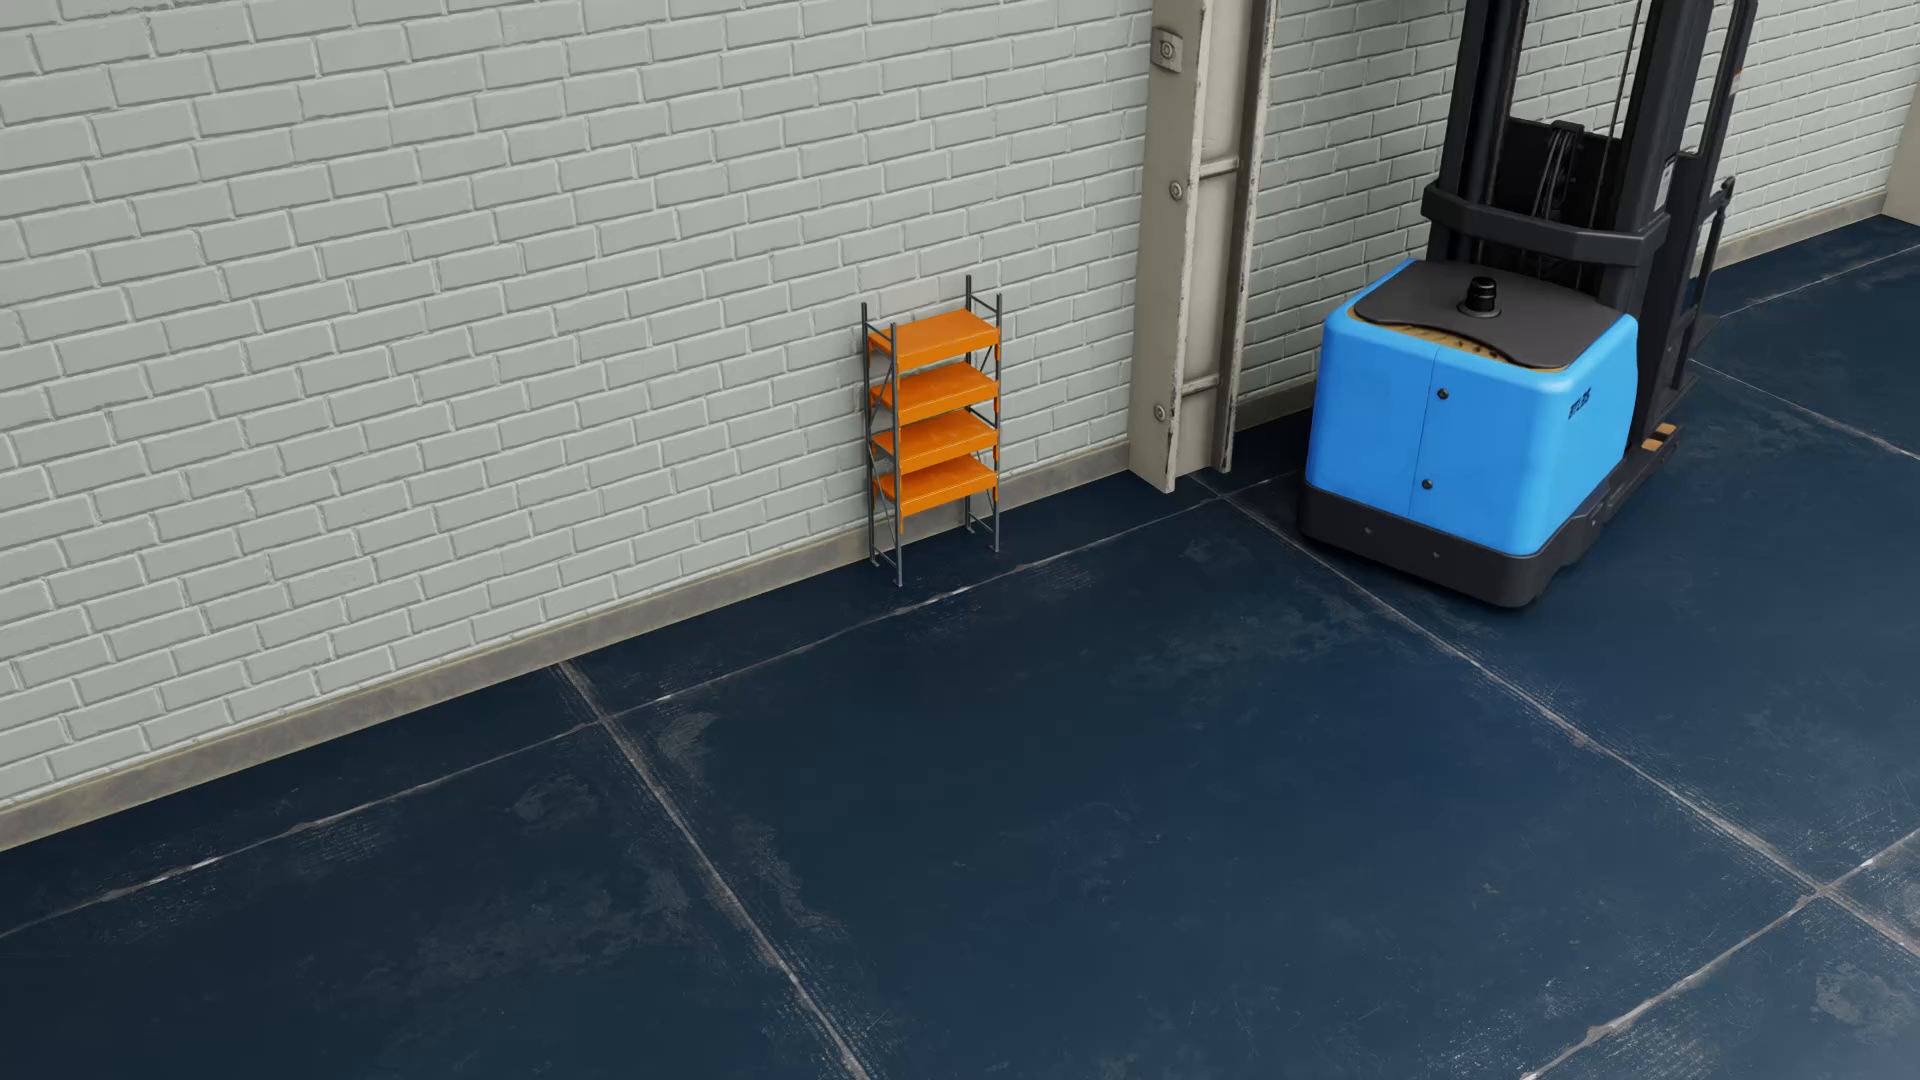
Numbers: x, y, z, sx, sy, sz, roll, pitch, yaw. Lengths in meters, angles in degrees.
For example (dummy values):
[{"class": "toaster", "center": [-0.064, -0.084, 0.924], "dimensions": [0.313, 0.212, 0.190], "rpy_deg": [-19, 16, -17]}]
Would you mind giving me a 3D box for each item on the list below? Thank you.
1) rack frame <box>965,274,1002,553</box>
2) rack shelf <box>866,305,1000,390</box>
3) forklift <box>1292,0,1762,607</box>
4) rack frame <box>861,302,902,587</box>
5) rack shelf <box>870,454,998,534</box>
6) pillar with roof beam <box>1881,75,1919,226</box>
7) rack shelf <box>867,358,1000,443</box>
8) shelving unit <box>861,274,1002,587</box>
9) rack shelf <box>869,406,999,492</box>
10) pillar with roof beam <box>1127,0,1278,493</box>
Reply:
[{"class": "rack frame", "center": [0.094, -0.508, 6.930], "dimensions": [0.015, 1.200, 0.240], "rpy_deg": [-19, 37, -28]}, {"class": "rack shelf", "center": [-0.109, -0.769, 6.607], "dimensions": [0.480, 0.148, 0.258], "rpy_deg": [-19, 37, -28]}, {"class": "forklift", "center": [2.773, -1.686, 7.175], "dimensions": [1.130, 2.935, 3.031], "rpy_deg": [24, 39, 33]}, {"class": "rack frame", "center": [-0.313, -0.365, 6.704], "dimensions": [0.015, 1.200, 0.240], "rpy_deg": [-19, 37, -28]}, {"class": "rack shelf", "center": [-0.110, -0.212, 6.959], "dimensions": [0.480, 0.148, 0.258], "rpy_deg": [-19, 37, -28]}, {"class": "pillar with roof beam", "center": [8.395, -3.947, 5.073], "dimensions": [0.400, 9.000, 9.100], "rpy_deg": [-19, 37, -27]}, {"class": "rack shelf", "center": [-0.109, -0.569, 6.733], "dimensions": [0.480, 0.148, 0.258], "rpy_deg": [-19, 37, -28]}, {"class": "shelving unit", "center": [-0.109, -0.437, 6.817], "dimensions": [0.503, 1.200, 0.258], "rpy_deg": [-19, 37, -28]}, {"class": "rack shelf", "center": [-0.109, -0.380, 6.853], "dimensions": [0.480, 0.148, 0.258], "rpy_deg": [-19, 37, -28]}, {"class": "pillar with roof beam", "center": [3.352, -2.213, 2.324], "dimensions": [0.400, 9.000, 9.100], "rpy_deg": [-19, 37, -27]}]
